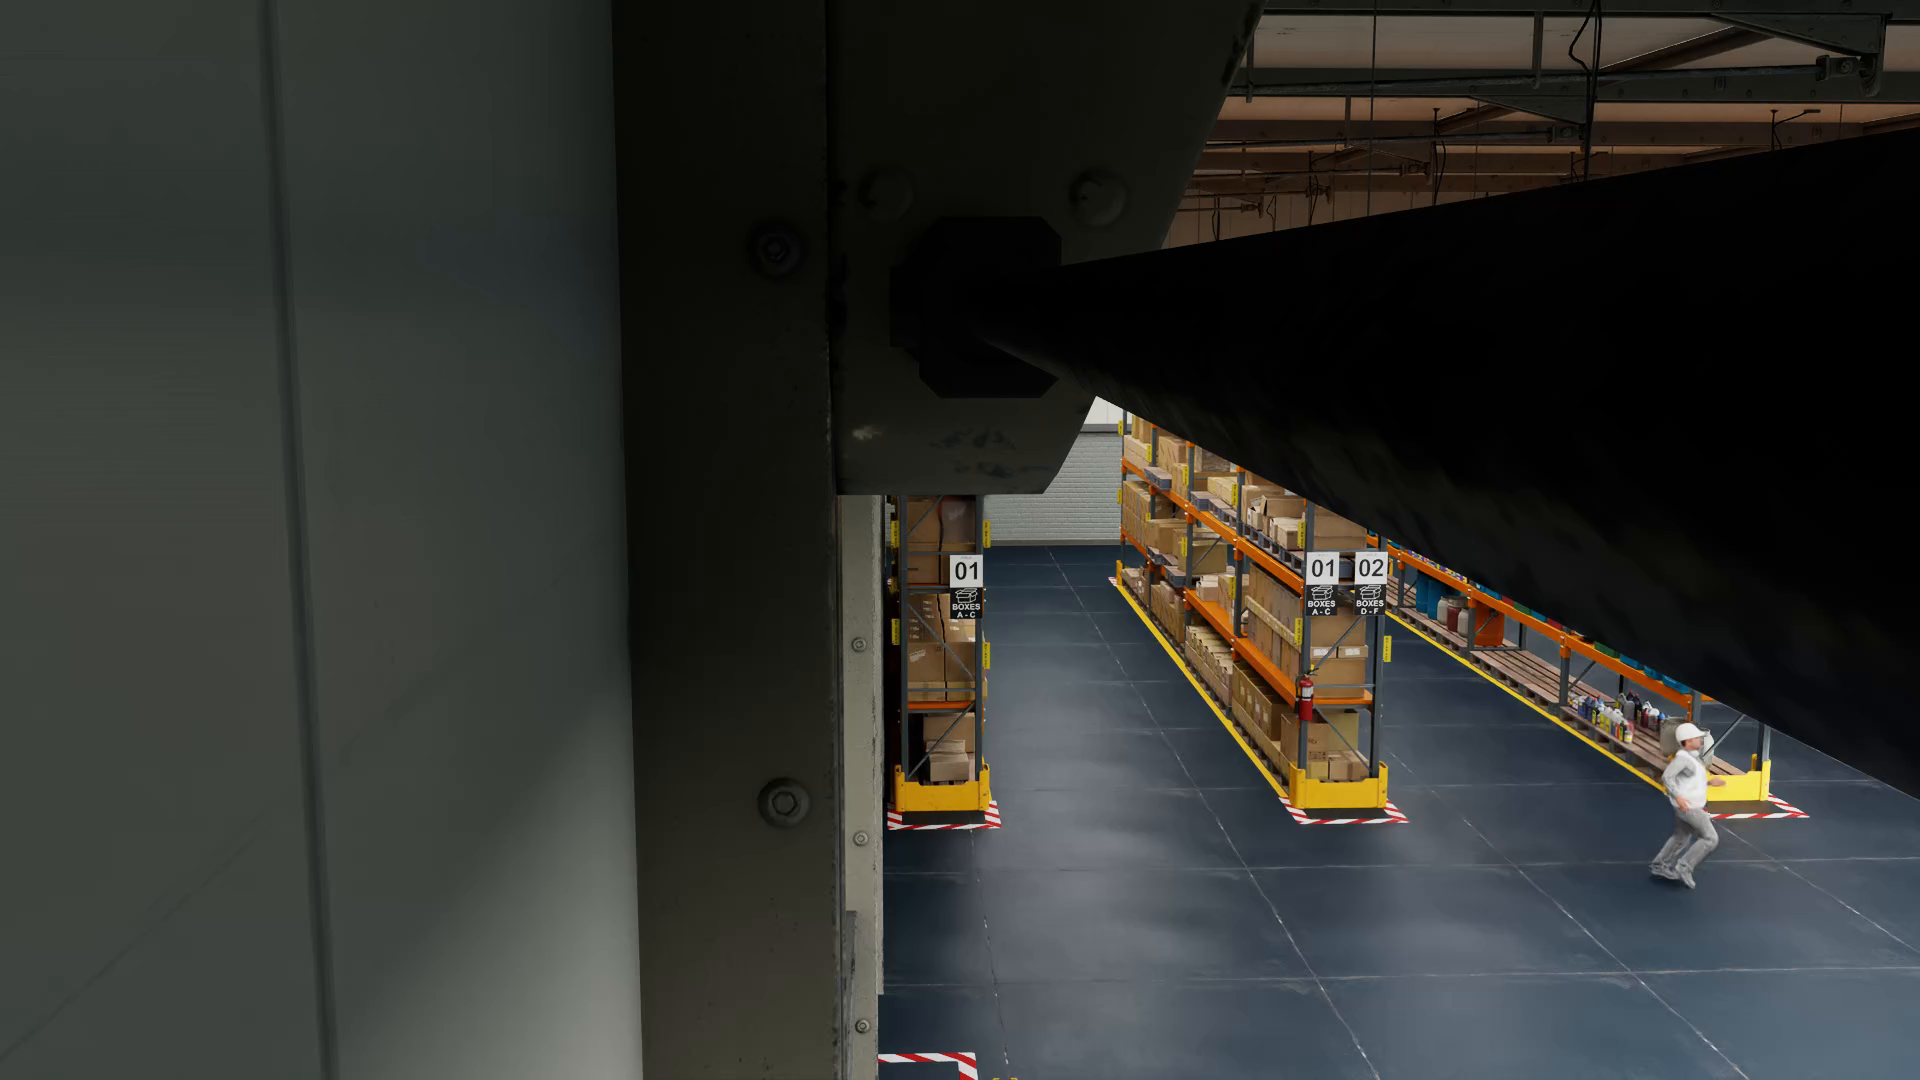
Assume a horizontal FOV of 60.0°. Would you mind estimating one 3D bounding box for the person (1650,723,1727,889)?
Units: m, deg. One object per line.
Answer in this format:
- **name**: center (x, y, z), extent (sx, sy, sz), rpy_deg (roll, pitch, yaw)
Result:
- **person**: center (7.825, 2.846, 17.829), extent (0.703, 1.777, 0.630), rpy_deg (3, 9, 22)
